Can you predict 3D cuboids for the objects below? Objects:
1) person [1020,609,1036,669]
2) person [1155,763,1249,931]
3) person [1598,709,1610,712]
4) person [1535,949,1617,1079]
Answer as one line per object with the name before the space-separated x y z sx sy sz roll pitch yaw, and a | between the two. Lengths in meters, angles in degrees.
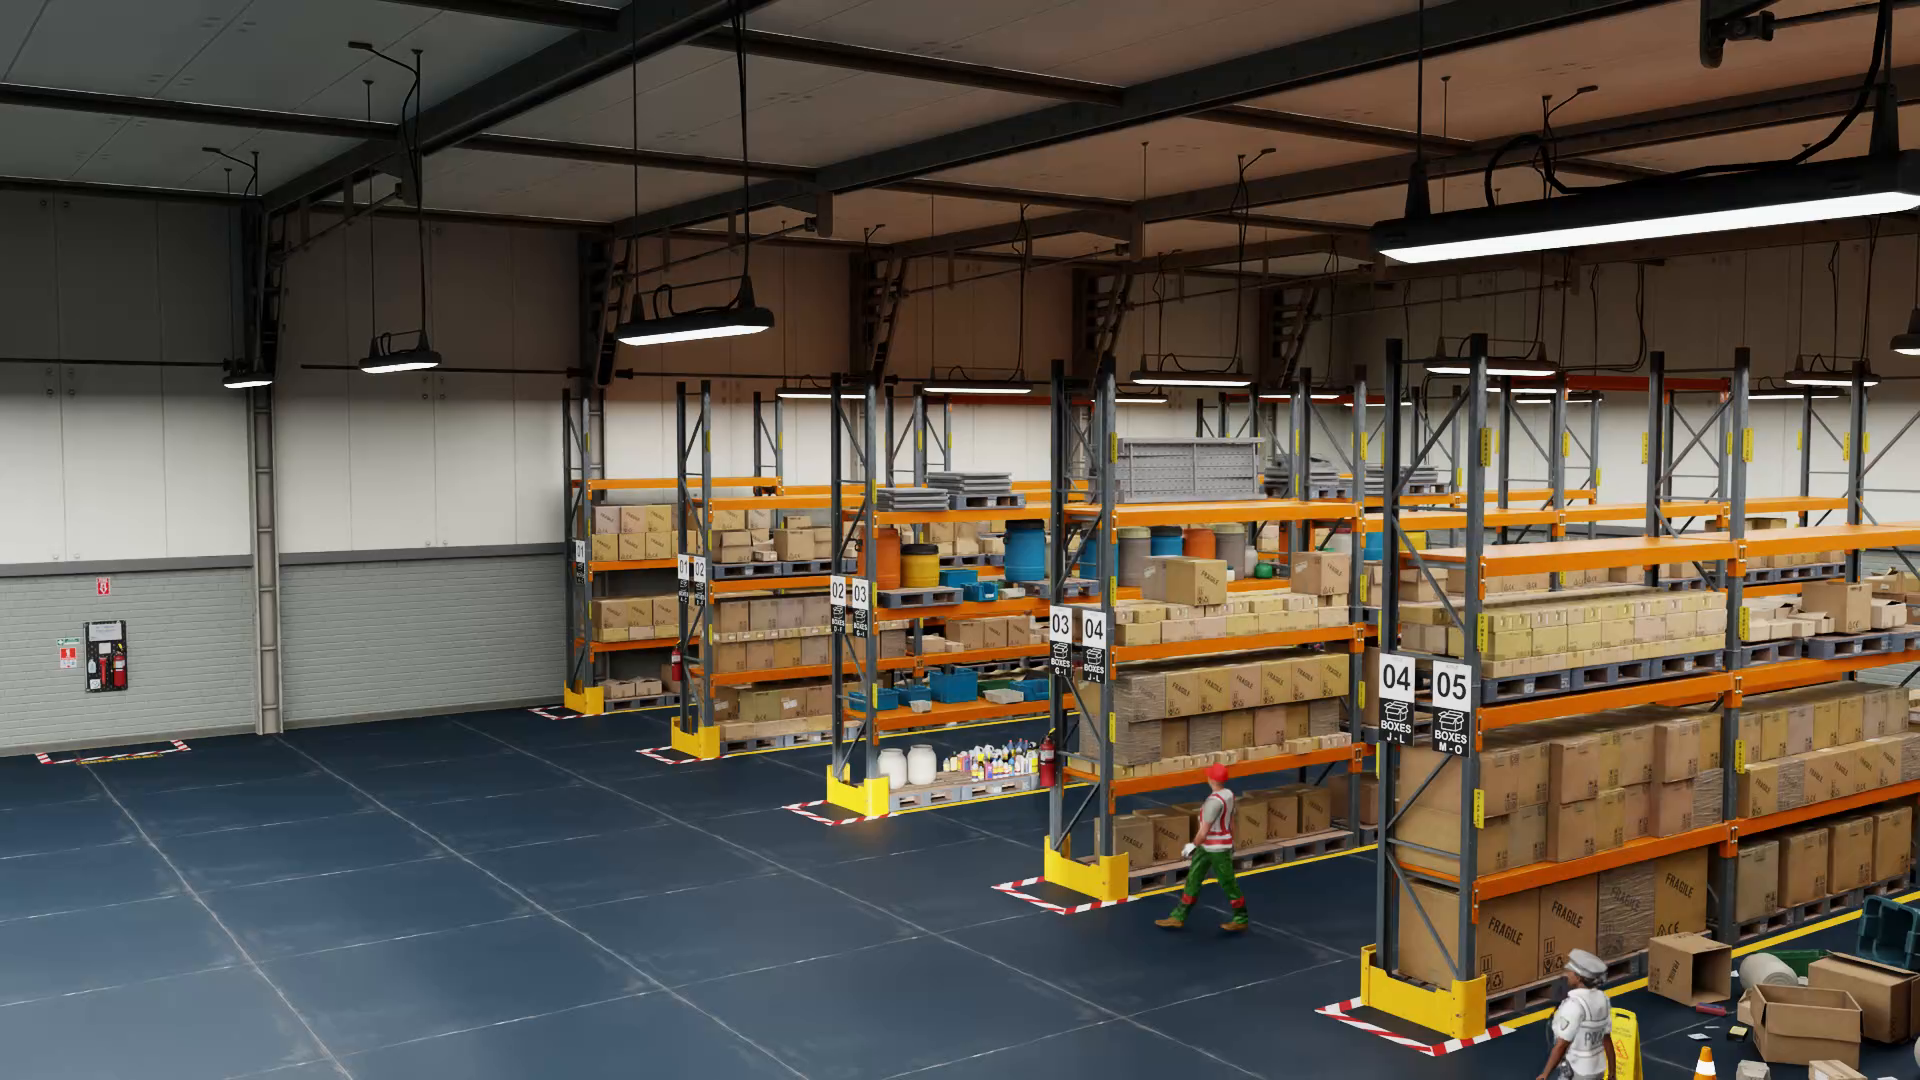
person | 1.435 2.144 34.822 0.454 1.586 0.528 -2 4 -23
person | 2.526 3.159 17.118 0.937 1.745 0.528 -1 4 -11
person | 8.378 2.929 21.782 0.748 1.649 0.547 0 4 0
person | 4.204 3.606 11.320 1.005 1.640 0.453 3 5 41
